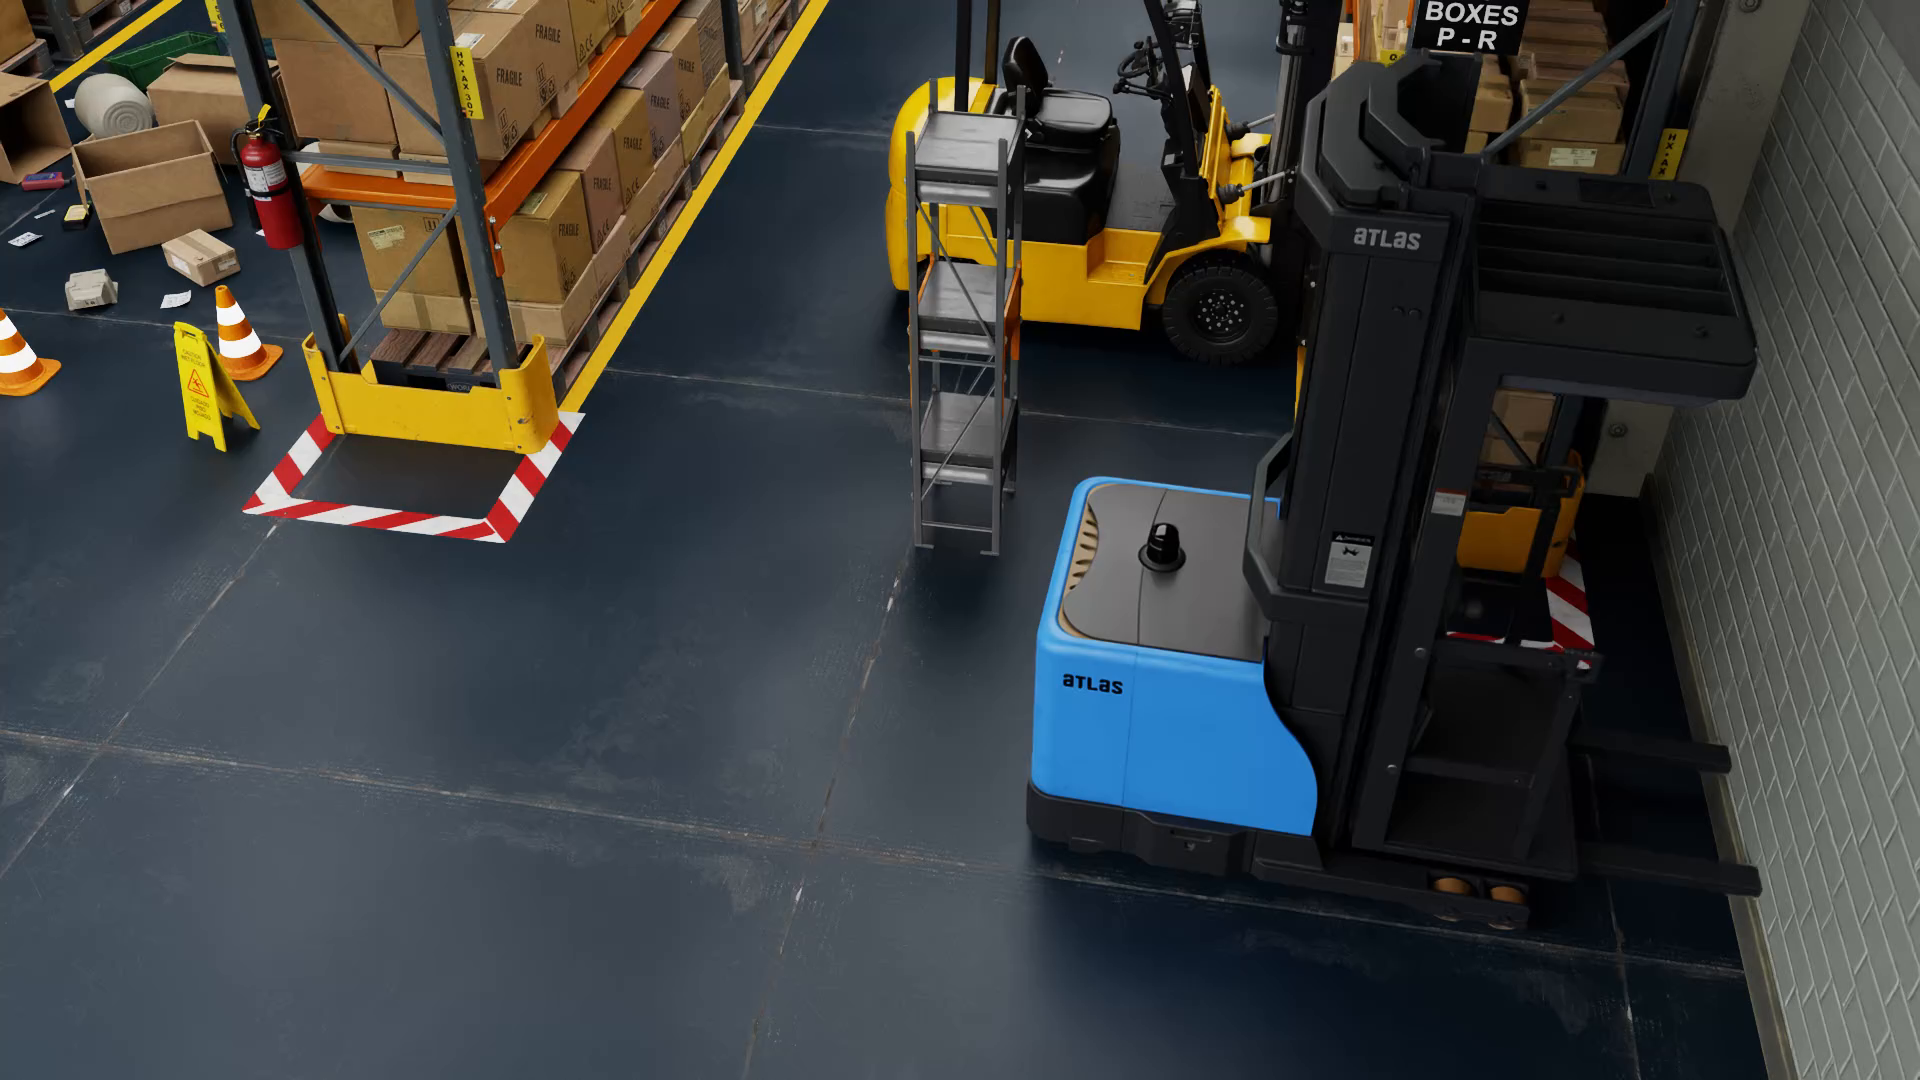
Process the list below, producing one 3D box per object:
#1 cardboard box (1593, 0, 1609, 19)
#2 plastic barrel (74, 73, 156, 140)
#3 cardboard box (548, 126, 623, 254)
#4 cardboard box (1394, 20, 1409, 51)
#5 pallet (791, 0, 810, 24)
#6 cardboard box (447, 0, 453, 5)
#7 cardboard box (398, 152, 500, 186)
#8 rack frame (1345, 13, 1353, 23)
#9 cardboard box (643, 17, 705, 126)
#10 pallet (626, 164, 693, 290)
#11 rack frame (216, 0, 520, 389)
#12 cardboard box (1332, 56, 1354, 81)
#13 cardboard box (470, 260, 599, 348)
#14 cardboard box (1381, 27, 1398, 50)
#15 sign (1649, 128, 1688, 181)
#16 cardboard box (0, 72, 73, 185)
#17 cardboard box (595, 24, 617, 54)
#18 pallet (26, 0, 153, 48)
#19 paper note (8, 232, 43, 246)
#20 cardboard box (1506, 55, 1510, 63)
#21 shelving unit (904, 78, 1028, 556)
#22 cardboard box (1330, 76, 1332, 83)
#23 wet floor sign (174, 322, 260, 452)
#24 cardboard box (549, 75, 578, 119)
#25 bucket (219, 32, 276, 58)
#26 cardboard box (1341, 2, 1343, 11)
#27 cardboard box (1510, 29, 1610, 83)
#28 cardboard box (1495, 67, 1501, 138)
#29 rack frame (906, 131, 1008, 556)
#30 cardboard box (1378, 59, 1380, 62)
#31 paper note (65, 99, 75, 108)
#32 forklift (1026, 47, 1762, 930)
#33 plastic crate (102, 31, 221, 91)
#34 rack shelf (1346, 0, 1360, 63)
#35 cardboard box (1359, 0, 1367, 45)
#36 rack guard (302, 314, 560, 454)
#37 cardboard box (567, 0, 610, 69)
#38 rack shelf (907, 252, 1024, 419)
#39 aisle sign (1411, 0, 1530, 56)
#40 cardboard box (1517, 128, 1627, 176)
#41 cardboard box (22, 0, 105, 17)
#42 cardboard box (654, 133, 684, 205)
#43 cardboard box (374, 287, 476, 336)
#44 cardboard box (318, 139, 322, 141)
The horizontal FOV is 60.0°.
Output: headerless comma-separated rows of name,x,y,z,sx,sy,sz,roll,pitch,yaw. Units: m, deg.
cardboard box,2.813,-2.555,7.763,0.380,0.149,0.250,6,40,7
plastic barrel,-5.562,-2.825,10.932,0.421,0.421,0.512,-28,47,-30
cardboard box,-2.174,-1.917,9.051,0.500,0.500,0.500,5,40,6
cardboard box,2.099,-2.138,7.258,0.380,0.149,0.250,7,40,9
pallet,-1.642,-4.399,13.002,1.003,0.211,1.213,6,40,8
cardboard box,-2.708,-2.907,7.912,0.700,0.500,0.500,7,40,8
cardboard box,-2.413,-1.800,7.867,0.380,0.149,0.250,7,40,8
rack frame,2.906,-3.672,9.934,1.000,3.000,0.127,6,40,8
cardboard box,-1.908,-2.888,10.225,0.500,0.500,0.500,7,40,8
pallet,-2.274,-1.949,10.039,1.003,0.211,1.213,6,40,8
rack frame,-2.676,-1.707,7.557,1.000,3.000,0.127,6,40,8
cardboard box,2.414,-2.571,9.646,0.500,0.250,0.500,6,40,8
cardboard box,-2.264,-1.285,8.875,0.500,0.250,0.500,6,40,7
cardboard box,2.172,-2.346,7.742,0.380,0.149,0.250,5,40,6
sign,2.759,-1.461,6.518,0.100,0.325,0.005,6,40,8
cardboard box,-6.134,-2.650,10.657,0.500,0.500,0.500,13,41,15
cardboard box,-2.096,-2.773,9.044,0.380,0.149,0.250,5,40,6
pallet,-6.817,-4.117,12.661,1.003,0.211,1.213,6,40,8
paper note,-5.632,-1.815,10.019,0.144,0.017,0.142,20,44,23
cardboard box,2.664,-2.116,7.465,0.380,0.149,0.250,5,40,6
shelving unit,0.029,-0.913,7.303,0.431,2.100,0.503,6,40,8
cardboard box,2.518,-2.697,10.191,0.500,0.250,0.500,6,40,7
wet floor sign,-3.763,-0.798,8.306,0.267,0.644,0.232,20,44,23
cardboard box,-2.169,-2.272,8.438,0.380,0.149,0.250,7,40,8
bucket,-4.629,-3.684,11.325,0.726,0.611,0.620,20,34,23
cardboard box,3.255,-4.206,12.114,0.875,0.625,0.625,5,40,6
cardboard box,2.592,-2.080,7.187,0.380,0.149,0.250,7,40,9
cardboard box,2.641,-1.810,7.603,0.500,0.500,0.500,8,40,9
rack frame,-0.014,-0.760,7.118,0.400,2.100,0.015,6,40,8
cardboard box,2.139,-1.863,7.667,0.500,0.500,0.500,8,40,9
paper note,-6.101,-3.034,11.492,0.147,0.020,0.142,-20,44,-23
forklift,1.826,-0.070,5.631,3.031,2.935,1.130,8,40,9
plastic crate,-5.616,-3.384,11.748,0.450,0.188,0.662,20,43,37
rack shelf,2.560,-2.140,8.645,1.077,0.370,4.000,6,40,8
cardboard box,2.411,-2.814,8.818,0.500,0.500,0.500,6,40,7
rack guard,-2.663,-0.791,8.411,1.175,0.500,0.348,6,40,8
cardboard box,-2.147,-2.772,8.533,0.500,0.500,0.500,6,40,7
rack shelf,0.029,-0.903,7.312,0.431,0.518,0.480,6,40,8
aisle sign,1.913,-2.155,6.059,0.394,0.787,0.004,6,40,8
cardboard box,2.528,-1.634,6.882,0.380,0.149,0.250,5,40,7
cardboard box,-6.858,-4.394,12.243,1.050,0.750,0.750,6,40,7
cardboard box,-1.996,-2.265,10.060,0.500,0.250,0.500,7,40,8
cardboard box,-2.797,-1.361,8.967,0.500,0.250,0.500,6,40,7
cardboard box,-4.239,-2.889,11.132,0.258,0.266,0.396,-20,44,-23
